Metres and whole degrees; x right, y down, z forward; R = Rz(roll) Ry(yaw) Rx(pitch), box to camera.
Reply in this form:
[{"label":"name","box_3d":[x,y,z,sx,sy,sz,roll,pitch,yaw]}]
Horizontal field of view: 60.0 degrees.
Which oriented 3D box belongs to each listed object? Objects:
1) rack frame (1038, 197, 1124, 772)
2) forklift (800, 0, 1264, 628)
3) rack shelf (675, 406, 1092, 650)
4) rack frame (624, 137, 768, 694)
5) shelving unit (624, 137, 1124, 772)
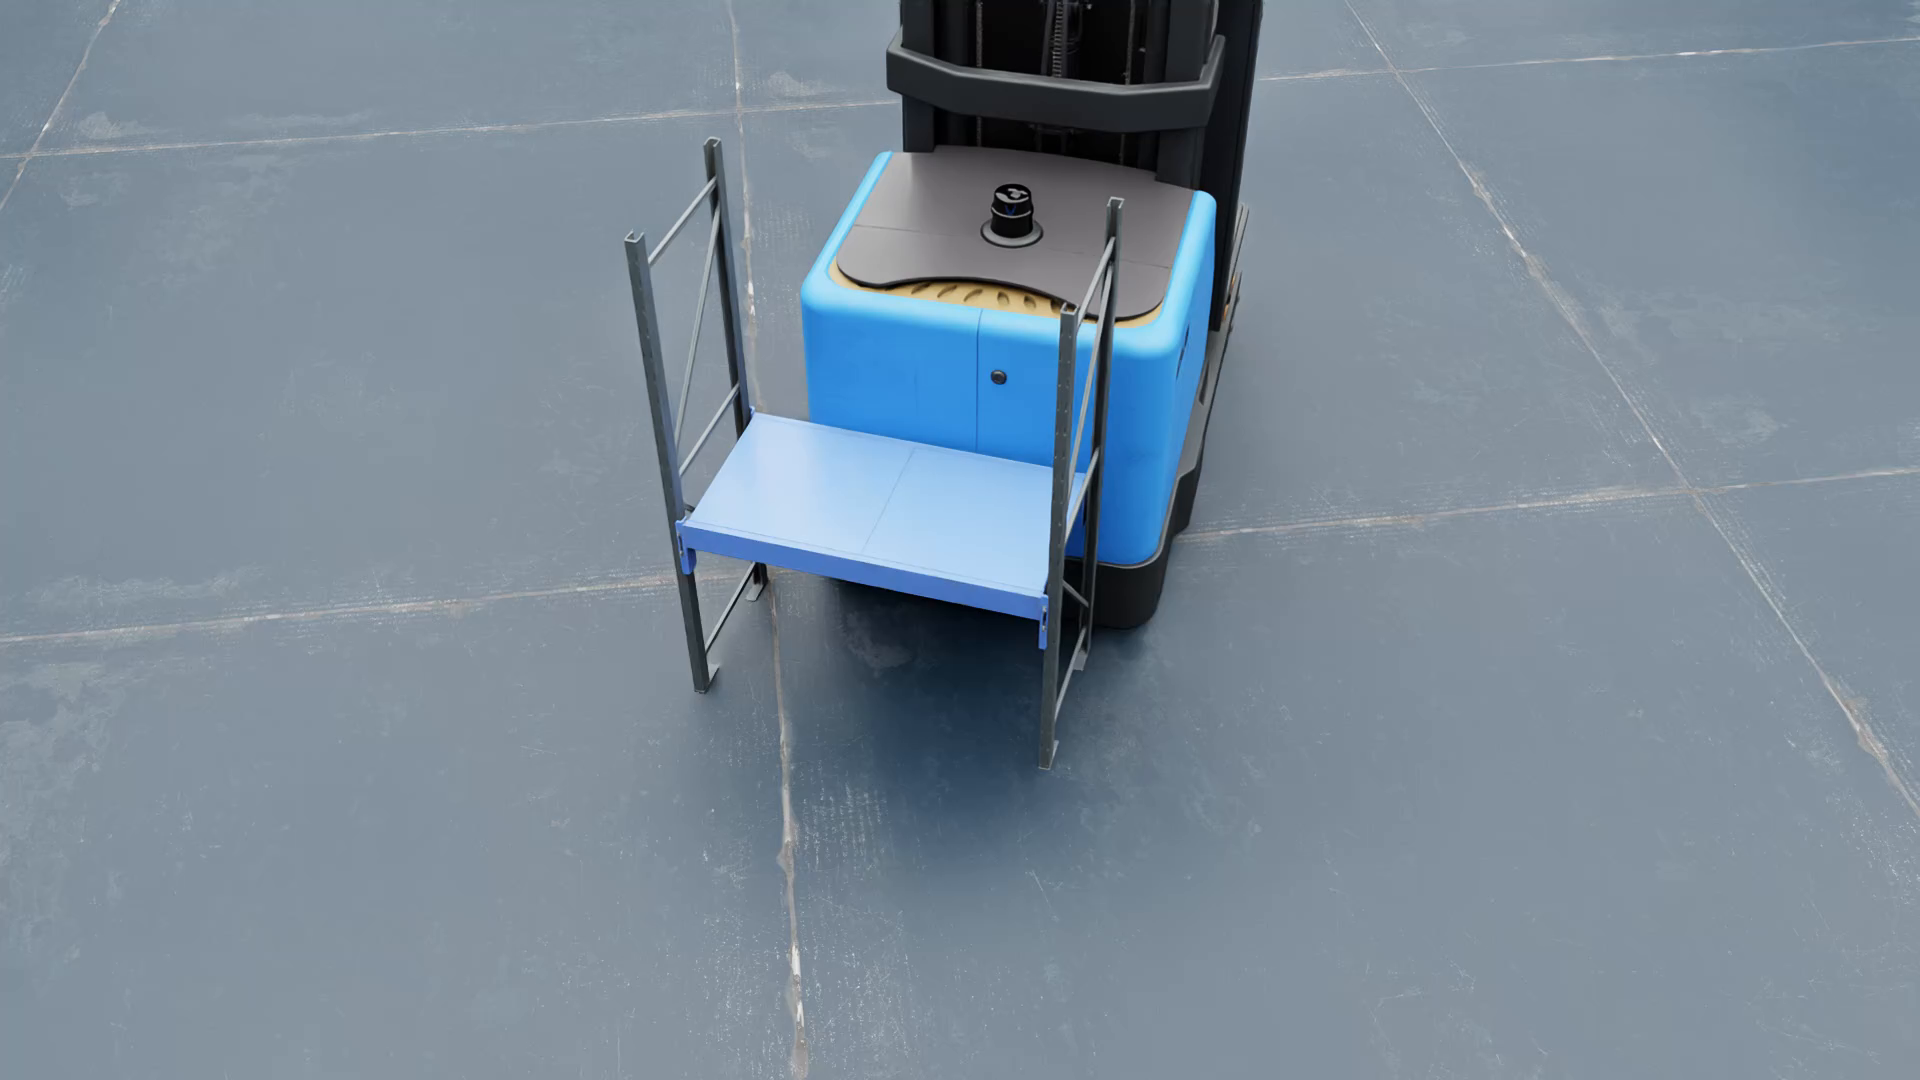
[{"label":"rack frame","box_3d":[0.299,-0.086,4.225,0.032,1.500,0.500,11,43,12]},{"label":"forklift","box_3d":[0.416,-1.831,5.092,1.130,2.935,3.031,10,43,11]},{"label":"rack shelf","box_3d":[-0.188,-0.049,4.453,1.000,0.185,0.538,11,43,12]},{"label":"rack frame","box_3d":[-0.676,-0.279,4.439,0.032,1.500,0.500,11,43,12]},{"label":"shelving unit","box_3d":[-0.188,-0.182,4.332,1.048,1.500,0.538,11,43,12]}]
